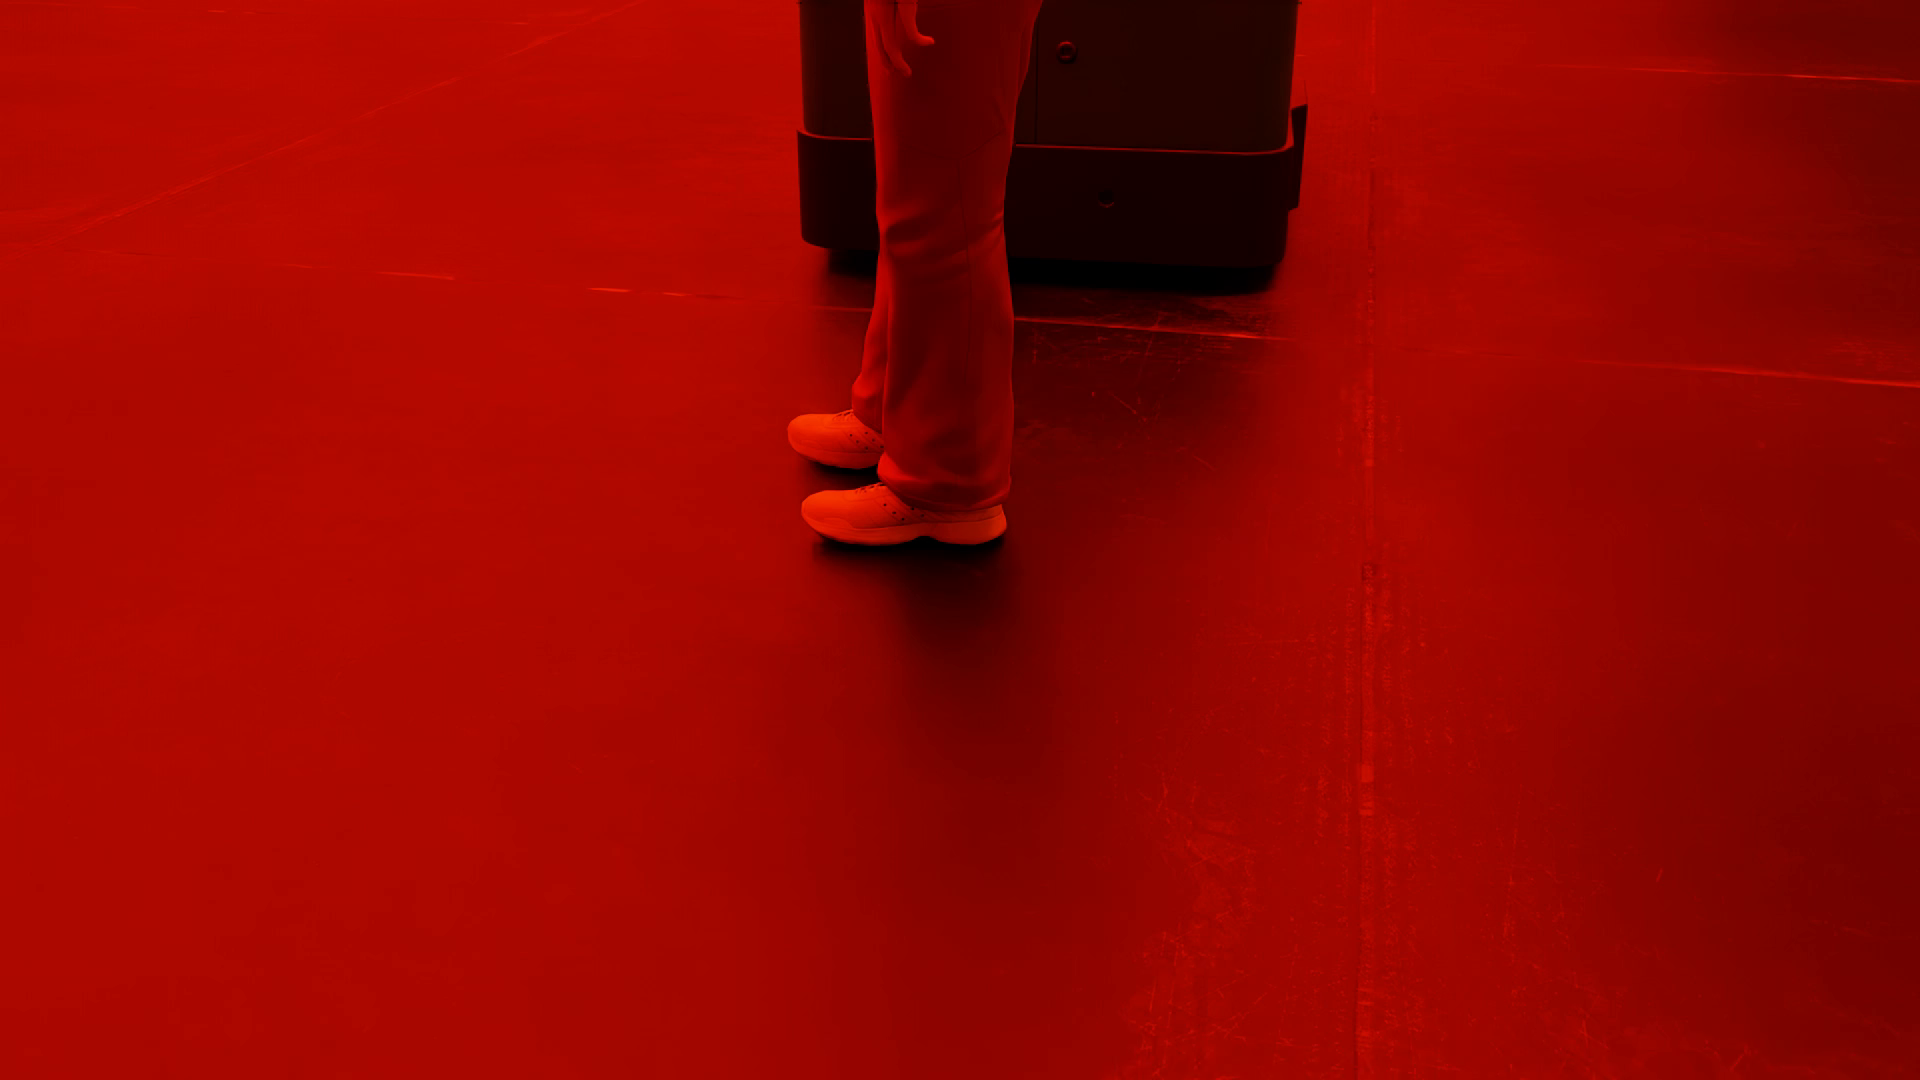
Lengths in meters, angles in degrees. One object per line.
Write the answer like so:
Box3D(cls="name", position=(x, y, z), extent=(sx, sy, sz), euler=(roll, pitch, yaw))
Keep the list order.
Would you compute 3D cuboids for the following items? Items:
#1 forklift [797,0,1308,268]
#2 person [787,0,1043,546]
Box3D(cls="forklift", position=(0.392, -2.512, 4.226), extent=(1.130, 2.935, 3.031), euler=(4, 27, 8))
Box3D(cls="person", position=(-0.069, -0.766, 2.143), extent=(0.549, 1.675, 0.555), euler=(6, 27, 11))
